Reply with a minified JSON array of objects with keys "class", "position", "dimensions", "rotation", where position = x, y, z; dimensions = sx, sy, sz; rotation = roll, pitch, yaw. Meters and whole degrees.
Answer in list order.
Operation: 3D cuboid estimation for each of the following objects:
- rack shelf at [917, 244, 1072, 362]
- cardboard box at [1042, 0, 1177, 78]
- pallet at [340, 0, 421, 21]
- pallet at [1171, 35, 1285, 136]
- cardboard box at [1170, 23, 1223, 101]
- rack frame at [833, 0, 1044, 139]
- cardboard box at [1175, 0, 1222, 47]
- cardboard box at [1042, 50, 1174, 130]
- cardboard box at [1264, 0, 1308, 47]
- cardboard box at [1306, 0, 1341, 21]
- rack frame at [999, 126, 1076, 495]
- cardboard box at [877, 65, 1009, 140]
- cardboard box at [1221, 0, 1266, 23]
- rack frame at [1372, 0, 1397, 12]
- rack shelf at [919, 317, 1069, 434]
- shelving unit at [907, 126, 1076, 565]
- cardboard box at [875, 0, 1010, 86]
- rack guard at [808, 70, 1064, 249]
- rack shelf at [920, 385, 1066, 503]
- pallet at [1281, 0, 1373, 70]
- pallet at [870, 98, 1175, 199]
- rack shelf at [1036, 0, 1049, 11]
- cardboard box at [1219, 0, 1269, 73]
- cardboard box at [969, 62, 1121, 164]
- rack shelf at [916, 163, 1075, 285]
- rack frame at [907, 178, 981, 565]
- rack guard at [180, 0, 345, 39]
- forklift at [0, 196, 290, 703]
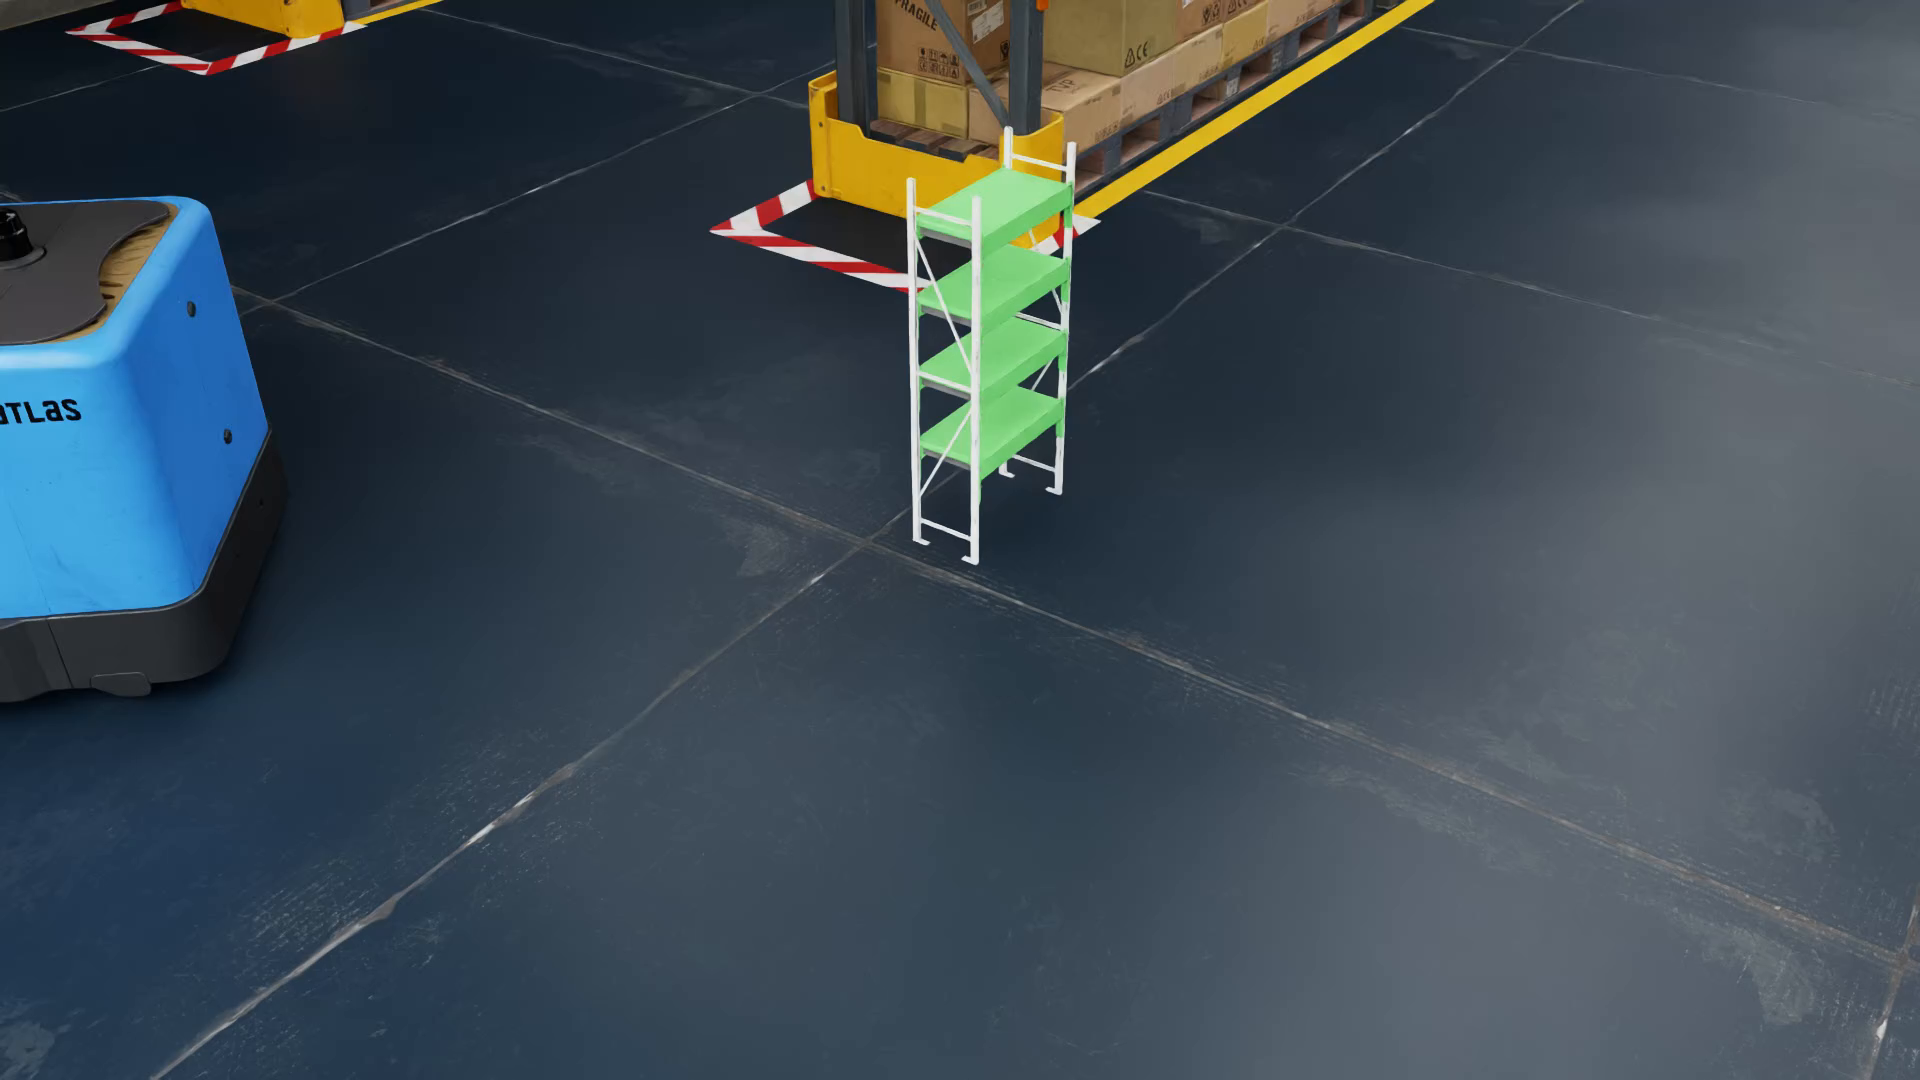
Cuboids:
[{"class":"rack shelf","position":[0.094,-0.719,4.928],"dimensions":[0.258,0.148,0.480],"rotation":[21,39,28]},{"class":"cardboard box","position":[0.668,-2.488,7.661],"dimensions":[0.500,0.500,0.500],"rotation":[21,39,28]},{"class":"pallet","position":[-3.640,-3.558,10.324],"dimensions":[1.003,0.211,1.213],"rotation":[21,39,28]},{"class":"pallet","position":[0.994,-2.505,8.765],"dimensions":[1.003,0.211,1.213],"rotation":[21,39,28]},{"class":"cardboard box","position":[0.952,-2.407,8.212],"dimensions":[0.500,0.250,0.500],"rotation":[21,39,28]},{"class":"rack frame","position":[-0.104,-2.735,6.617],"dimensions":[1.000,3.000,0.127],"rotation":[21,39,28]},{"class":"cardboard box","position":[0.943,-2.722,8.007],"dimensions":[0.500,0.500,0.500],"rotation":[21,39,28]},{"class":"cardboard box","position":[0.667,-2.177,7.872],"dimensions":[0.500,0.250,0.500],"rotation":[21,39,28]},{"class":"cardboard box","position":[1.526,-2.866,8.890],"dimensions":[0.500,0.250,0.500],"rotation":[21,39,28]},{"class":"cardboard box","position":[1.799,-3.101,9.238],"dimensions":[0.500,0.250,0.500],"rotation":[21,39,28]},{"class":"rack frame","position":[0.234,-0.685,5.193],"dimensions":[0.240,1.200,0.015],"rotation":[21,39,28]},{"class":"cardboard box","position":[-0.041,-2.112,7.775],"dimensions":[0.500,0.250,0.500],"rotation":[21,39,28]},{"class":"cardboard box","position":[1.242,-2.946,8.339],"dimensions":[0.500,0.500,0.500],"rotation":[21,39,28]},{"class":"rack frame","position":[2.177,-4.576,9.339],"dimensions":[1.000,3.000,0.127],"rotation":[21,39,28]},{"class":"rack shelf","position":[0.094,-0.520,5.062],"dimensions":[0.258,0.148,0.480],"rotation":[21,39,28]},{"class":"shelving unit","position":[0.094,-0.573,5.027],"dimensions":[0.258,1.200,0.503],"rotation":[21,39,28]},{"class":"cardboard box","position":[-0.042,-2.423,7.565],"dimensions":[0.500,0.500,0.500],"rotation":[21,39,28]},{"class":"rack guard","position":[-0.117,-1.689,7.301],"dimensions":[1.175,0.500,0.348],"rotation":[21,39,28]},{"class":"rack shelf","position":[0.094,-0.321,5.197],"dimensions":[0.258,0.148,0.480],"rotation":[21,39,28]},{"class":"pallet","position":[1.689,-3.069,9.599],"dimensions":[1.003,0.211,1.213],"rotation":[21,39,28]},{"class":"pallet","position":[0.298,-1.946,7.939],"dimensions":[1.003,0.211,1.213],"rotation":[21,39,28]},{"class":"rack shelf","position":[1.037,-3.358,8.180],"dimensions":[1.077,0.370,4.000],"rotation":[21,39,28]},{"class":"cardboard box","position":[1.242,-2.636,8.550],"dimensions":[0.500,0.250,0.500],"rotation":[21,39,28]},{"class":"cardboard box","position":[0.385,-1.946,7.530],"dimensions":[0.500,0.250,0.500],"rotation":[21,39,28]},{"class":"rack shelf","position":[0.094,-0.918,4.793],"dimensions":[0.258,0.148,0.480],"rotation":[21,39,28]},{"class":"rack frame","position":[-0.045,-0.461,4.860],"dimensions":[0.240,1.200,0.015],"rotation":[21,39,28]},{"class":"rack guard","position":[-4.132,-3.316,9.707],"dimensions":[1.175,0.500,0.348],"rotation":[21,39,28]},{"class":"forklift","position":[-3.602,-0.962,4.056],"dimensions":[3.031,2.935,1.130],"rotation":[-4,34,-6]}]
